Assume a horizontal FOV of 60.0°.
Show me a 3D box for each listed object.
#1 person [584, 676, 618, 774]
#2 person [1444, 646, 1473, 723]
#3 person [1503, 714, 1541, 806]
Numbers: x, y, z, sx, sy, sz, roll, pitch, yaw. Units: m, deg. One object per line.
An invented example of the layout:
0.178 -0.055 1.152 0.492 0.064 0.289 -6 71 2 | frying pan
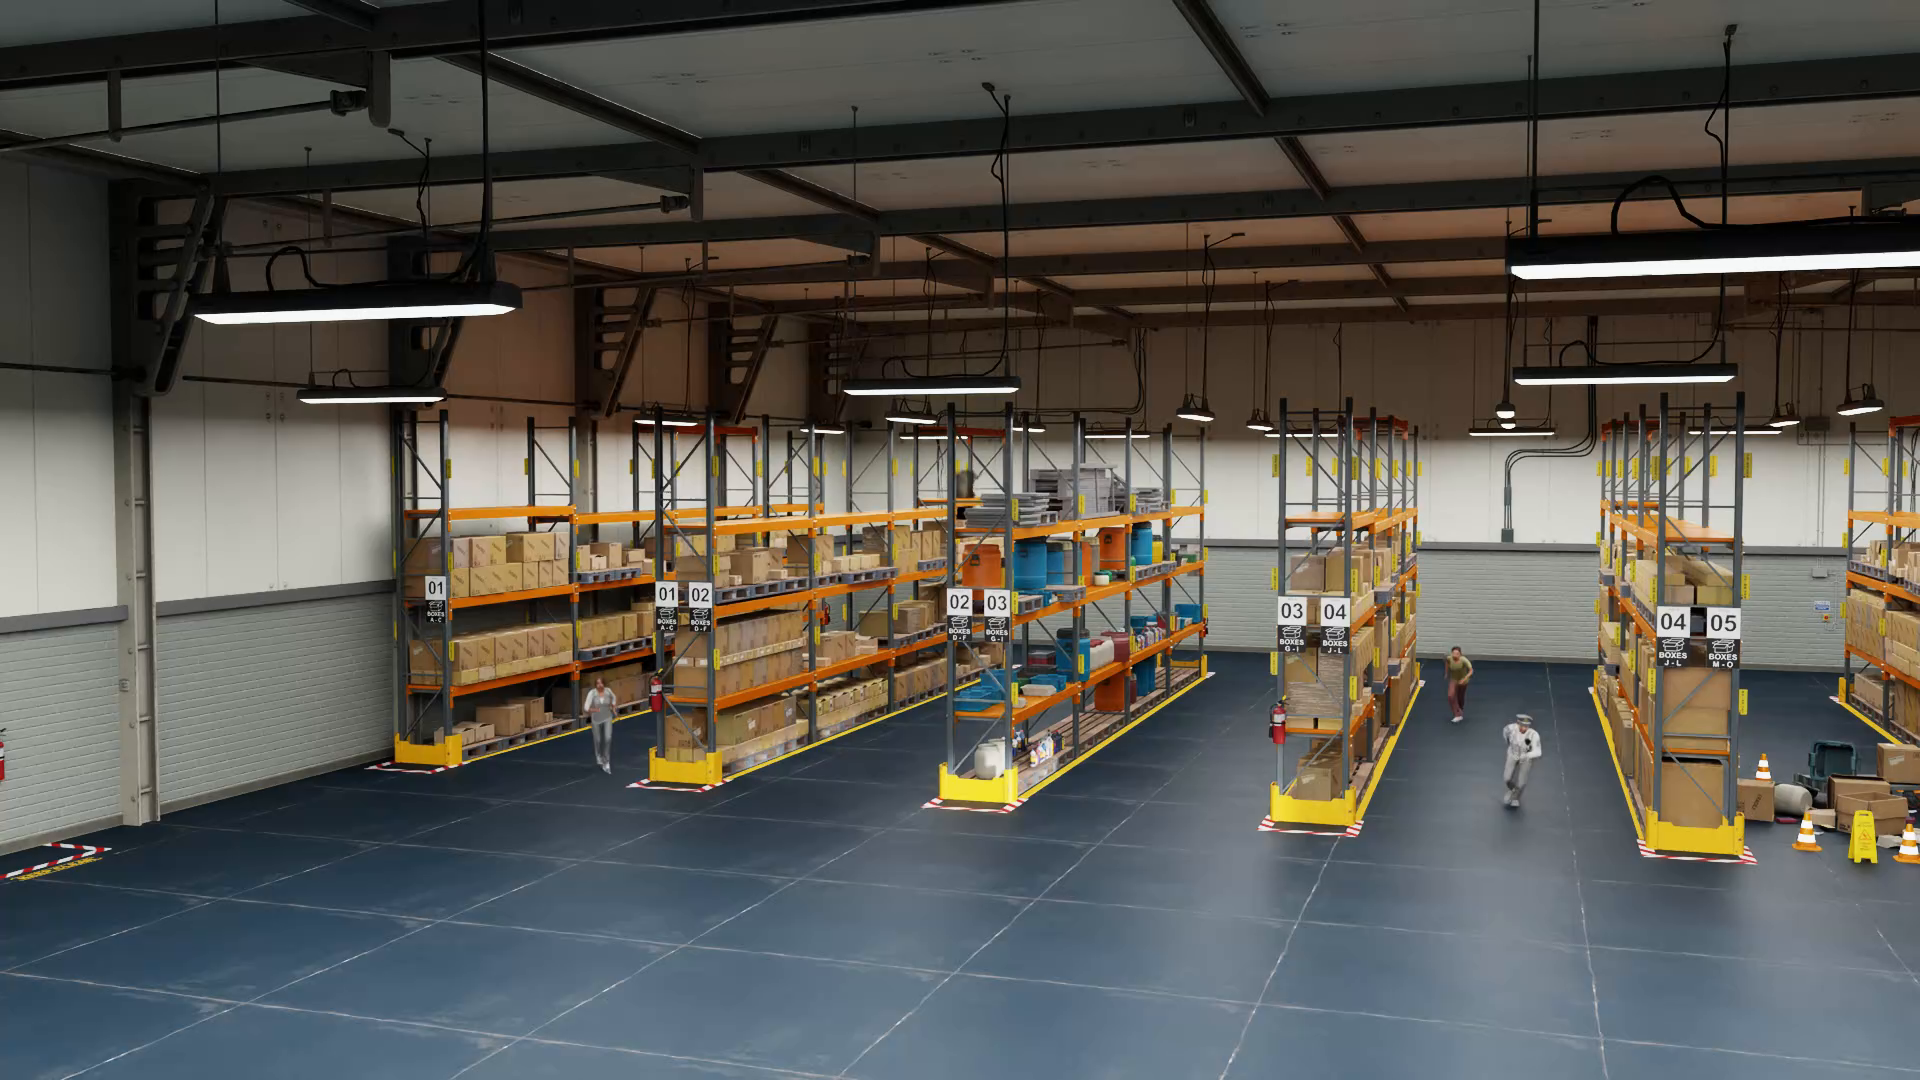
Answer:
-5.958 3.029 27.584 0.547 1.586 0.894 -1 3 -15 | person
9.966 2.830 33.106 0.574 1.523 1.037 1 3 29 | person
8.208 3.231 24.317 0.579 1.436 0.946 1 3 23 | person
